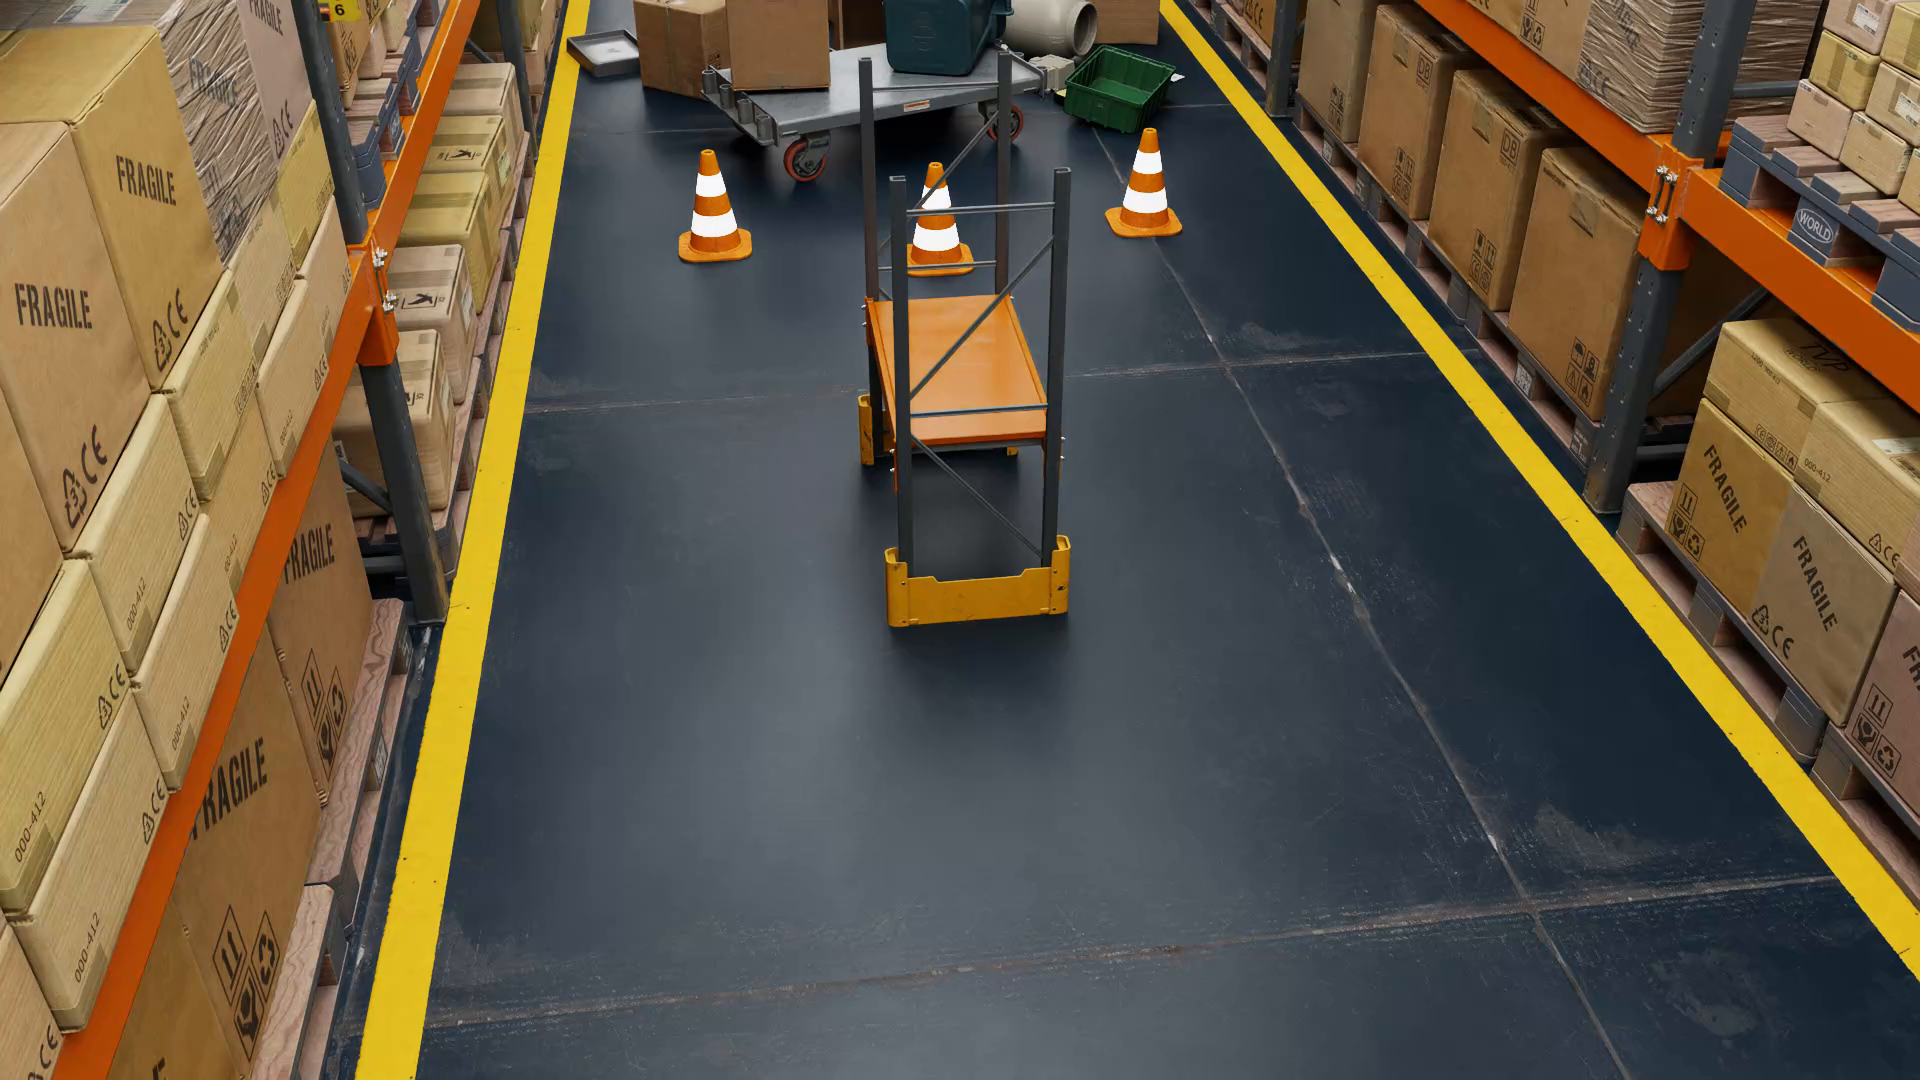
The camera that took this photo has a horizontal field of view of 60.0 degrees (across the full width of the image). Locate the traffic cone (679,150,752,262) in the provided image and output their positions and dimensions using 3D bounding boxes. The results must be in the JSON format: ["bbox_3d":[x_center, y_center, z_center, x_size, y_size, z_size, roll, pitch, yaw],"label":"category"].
[{"bbox_3d":[-1.141,-1.561,7.629,0.336,0.463,0.334,-4,35,-6],"label":"traffic cone"}]

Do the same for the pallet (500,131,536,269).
[{"bbox_3d":[-2.589,-1.608,7.923,1.003,0.211,1.213,-4,35,-6],"label":"pallet"}]

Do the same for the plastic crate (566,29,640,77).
[{"bbox_3d":[-2.094,-2.927,9.974,0.402,0.080,0.583,-16,38,-23],"label":"plastic crate"}]

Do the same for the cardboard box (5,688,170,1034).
[{"bbox_3d":[-1.541,0.490,2.501,0.500,0.250,0.500,-5,35,-7],"label":"cardboard box"}]

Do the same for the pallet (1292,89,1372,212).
[{"bbox_3d":[2.374,-2.049,8.570,1.003,0.211,1.213,-4,35,-6],"label":"pallet"}]

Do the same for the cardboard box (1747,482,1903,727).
[{"bbox_3d":[2.647,0.160,4.699,0.500,0.500,0.500,-4,34,-6],"label":"cardboard box"}]

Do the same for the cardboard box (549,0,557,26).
[{"bbox_3d":[-2.664,-3.175,9.814,0.500,0.250,0.500,-5,35,-7],"label":"cardboard box"}]

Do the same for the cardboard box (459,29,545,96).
[{"bbox_3d":[-2.507,-2.582,8.944,0.500,0.250,0.500,-6,35,-9],"label":"cardboard box"}]

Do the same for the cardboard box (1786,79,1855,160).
[{"bbox_3d":[2.594,-1.199,4.696,0.380,0.149,0.250,-5,35,-7],"label":"cardboard box"}]

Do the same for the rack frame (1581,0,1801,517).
[{"bbox_3d":[2.734,-1.394,5.132,1.000,3.000,0.127,-4,35,-6],"label":"rack frame"}]

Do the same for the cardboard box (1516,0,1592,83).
[{"bbox_3d":[2.342,-1.945,5.852,0.500,0.500,0.500,-4,35,-6],"label":"cardboard box"}]

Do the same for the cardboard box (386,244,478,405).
[{"bbox_3d":[-2.331,-0.778,6.188,0.950,0.372,0.625,-5,35,-7],"label":"cardboard box"}]

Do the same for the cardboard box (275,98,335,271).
[{"bbox_3d":[-1.841,-0.857,4.032,0.500,0.250,0.500,-4,35,-7],"label":"cardboard box"}]

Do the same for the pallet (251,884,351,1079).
[{"bbox_3d":[-1.965,1.314,3.634,1.003,0.211,1.213,-4,35,-6],"label":"pallet"}]

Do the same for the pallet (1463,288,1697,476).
[{"bbox_3d":[2.703,-0.688,6.572,1.003,0.211,1.213,-4,35,-6],"label":"pallet"}]

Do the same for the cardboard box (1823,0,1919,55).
[{"bbox_3d":[2.605,-1.435,4.514,0.380,0.149,0.250,-4,35,-6],"label":"cardboard box"}]

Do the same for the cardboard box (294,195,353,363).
[{"bbox_3d":[-1.832,-0.638,4.156,0.500,0.250,0.500,-6,35,-8],"label":"cardboard box"}]

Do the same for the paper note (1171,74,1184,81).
[{"bbox_3d":[1.208,-2.706,9.694,0.142,0.020,0.147,27,43,34],"label":"paper note"}]

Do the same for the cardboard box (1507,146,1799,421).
[{"bbox_3d":[2.741,-0.985,6.156,1.050,0.750,0.750,-5,35,-7],"label":"cardboard box"}]

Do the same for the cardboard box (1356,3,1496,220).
[{"bbox_3d":[2.495,-1.992,7.634,1.050,0.750,0.750,-4,35,-6],"label":"cardboard box"}]

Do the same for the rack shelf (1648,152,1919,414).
[{"bbox_3d":[3.003,0.019,3.697,1.077,0.370,4.000,-4,35,-6],"label":"rack shelf"}]

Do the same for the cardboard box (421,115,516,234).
[{"bbox_3d":[-2.522,-1.589,7.379,0.950,0.372,0.625,-2,34,-3],"label":"cardboard box"}]

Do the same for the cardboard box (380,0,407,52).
[{"bbox_3d":[-2.029,-1.700,5.431,0.380,0.149,0.250,-4,34,-6],"label":"cardboard box"}]

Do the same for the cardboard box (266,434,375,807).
[{"bbox_3d":[-2.147,0.133,4.405,0.875,0.875,0.875,-5,35,-7],"label":"cardboard box"}]

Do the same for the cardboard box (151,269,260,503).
[{"bbox_3d":[-1.679,-0.287,3.196,0.500,0.250,0.500,-5,35,-8],"label":"cardboard box"}]

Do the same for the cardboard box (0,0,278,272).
[{"bbox_3d":[-1.752,-0.863,3.376,0.500,0.500,0.500,-4,34,-6],"label":"cardboard box"}]

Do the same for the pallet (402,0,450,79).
[{"bbox_3d":[-2.464,-1.985,6.170,1.003,0.211,1.213,-4,35,-6],"label":"pallet"}]

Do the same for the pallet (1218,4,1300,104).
[{"bbox_3d":[2.171,-2.904,9.824,1.003,0.211,1.213,-4,35,-6],"label":"pallet"}]

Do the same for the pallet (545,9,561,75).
[{"bbox_3d":[-2.988,-3.097,10.107,1.003,0.211,1.213,-4,35,-6],"label":"pallet"}]

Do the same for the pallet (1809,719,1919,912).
[{"bbox_3d":[2.998,0.874,4.281,1.003,0.211,1.213,-4,35,-6],"label":"pallet"}]

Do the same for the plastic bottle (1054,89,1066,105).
[{"bbox_3d":[0.663,-2.452,9.294,0.133,0.061,0.283,-24,41,-30],"label":"plastic bottle"}]

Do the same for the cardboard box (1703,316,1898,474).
[{"bbox_3d":[2.587,-0.442,4.915,0.500,0.250,0.500,-6,35,-9],"label":"cardboard box"}]

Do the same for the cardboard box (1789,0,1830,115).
[{"bbox_3d":[2.941,-1.707,5.502,0.500,0.500,0.500,-4,34,-6],"label":"cardboard box"}]

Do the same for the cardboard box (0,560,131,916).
[{"bbox_3d":[-1.539,0.285,2.357,0.500,0.250,0.500,-4,34,-6],"label":"cardboard box"}]

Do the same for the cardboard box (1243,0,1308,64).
[{"bbox_3d":[2.181,-3.278,9.411,0.875,0.875,0.875,-4,34,-6],"label":"cardboard box"}]

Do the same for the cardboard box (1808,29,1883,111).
[{"bbox_3d":[2.600,-1.302,4.583,0.380,0.149,0.250,-3,34,-4],"label":"cardboard box"}]

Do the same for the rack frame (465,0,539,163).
[{"bbox_3d":[-2.696,-3.195,7.775,1.000,3.000,0.127,-4,35,-6],"label":"rack frame"}]

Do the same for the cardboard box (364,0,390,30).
[{"bbox_3d":[-2.066,-1.860,5.089,0.500,0.500,0.500,-3,34,-4],"label":"cardboard box"}]

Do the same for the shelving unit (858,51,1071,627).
[{"bbox_3d":[-0.010,-0.662,5.390,0.587,1.500,1.083,-4,35,-6],"label":"shelving unit"}]

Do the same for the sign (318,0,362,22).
[{"bbox_3d":[-1.608,-1.485,4.238,0.100,0.325,0.005,-4,35,-6],"label":"sign"}]

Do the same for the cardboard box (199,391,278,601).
[{"bbox_3d":[-1.696,-0.072,3.326,0.500,0.250,0.500,-5,35,-7],"label":"cardboard box"}]

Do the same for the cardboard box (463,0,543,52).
[{"bbox_3d":[-2.507,-2.892,8.733,0.500,0.500,0.500,-3,34,-4],"label":"cardboard box"}]

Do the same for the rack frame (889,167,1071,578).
[{"bbox_3d":[0.057,-0.384,4.981,0.500,1.500,0.032,-4,35,-6],"label":"rack frame"}]

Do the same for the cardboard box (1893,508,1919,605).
[{"bbox_3d":[2.709,0.119,4.093,0.500,0.250,0.500,-4,34,-6],"label":"cardboard box"}]

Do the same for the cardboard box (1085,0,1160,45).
[{"bbox_3d":[0.970,-3.383,10.268,0.500,0.500,0.500,1,34,2],"label":"cardboard box"}]

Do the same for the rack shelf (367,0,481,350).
[{"bbox_3d":[-2.427,-1.782,6.340,1.077,0.370,4.000,-4,35,-6],"label":"rack shelf"}]

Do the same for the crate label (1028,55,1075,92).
[{"bbox_3d":[0.518,-2.695,9.583,0.250,0.136,0.298,27,43,34],"label":"crate label"}]

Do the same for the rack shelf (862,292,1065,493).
[{"bbox_3d":[-0.011,-0.519,5.499,0.538,0.185,1.000,-4,35,-6],"label":"rack shelf"}]

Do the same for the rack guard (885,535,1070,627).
[{"bbox_3d":[0.057,0.132,5.334,0.587,0.250,0.087,-4,35,-6],"label":"rack guard"}]

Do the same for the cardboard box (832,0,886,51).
[{"bbox_3d":[-0.355,-3.142,9.793,0.797,0.637,0.503,-4,35,-6],"label":"cardboard box"}]

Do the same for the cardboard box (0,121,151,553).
[{"bbox_3d":[-1.631,-0.302,2.554,0.500,0.500,0.500,-5,35,-7],"label":"cardboard box"}]

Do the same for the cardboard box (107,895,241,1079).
[{"bbox_3d":[-1.911,1.130,2.942,0.875,0.875,0.875,-3,34,-5],"label":"cardboard box"}]

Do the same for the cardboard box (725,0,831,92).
[{"bbox_3d":[-0.936,-2.627,8.488,0.500,0.500,0.500,-4,35,-6],"label":"cardboard box"}]

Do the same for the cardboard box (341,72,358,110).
[{"bbox_3d":[-2.022,-1.388,4.974,0.380,0.149,0.250,-6,35,-9],"label":"cardboard box"}]

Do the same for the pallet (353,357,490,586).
[{"bbox_3d":[-2.261,-0.247,5.925,1.003,0.211,1.213,-4,35,-6],"label":"pallet"}]

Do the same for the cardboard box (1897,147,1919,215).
[{"bbox_3d":[2.667,-0.899,4.255,0.380,0.149,0.250,-3,34,-4],"label":"cardboard box"}]
